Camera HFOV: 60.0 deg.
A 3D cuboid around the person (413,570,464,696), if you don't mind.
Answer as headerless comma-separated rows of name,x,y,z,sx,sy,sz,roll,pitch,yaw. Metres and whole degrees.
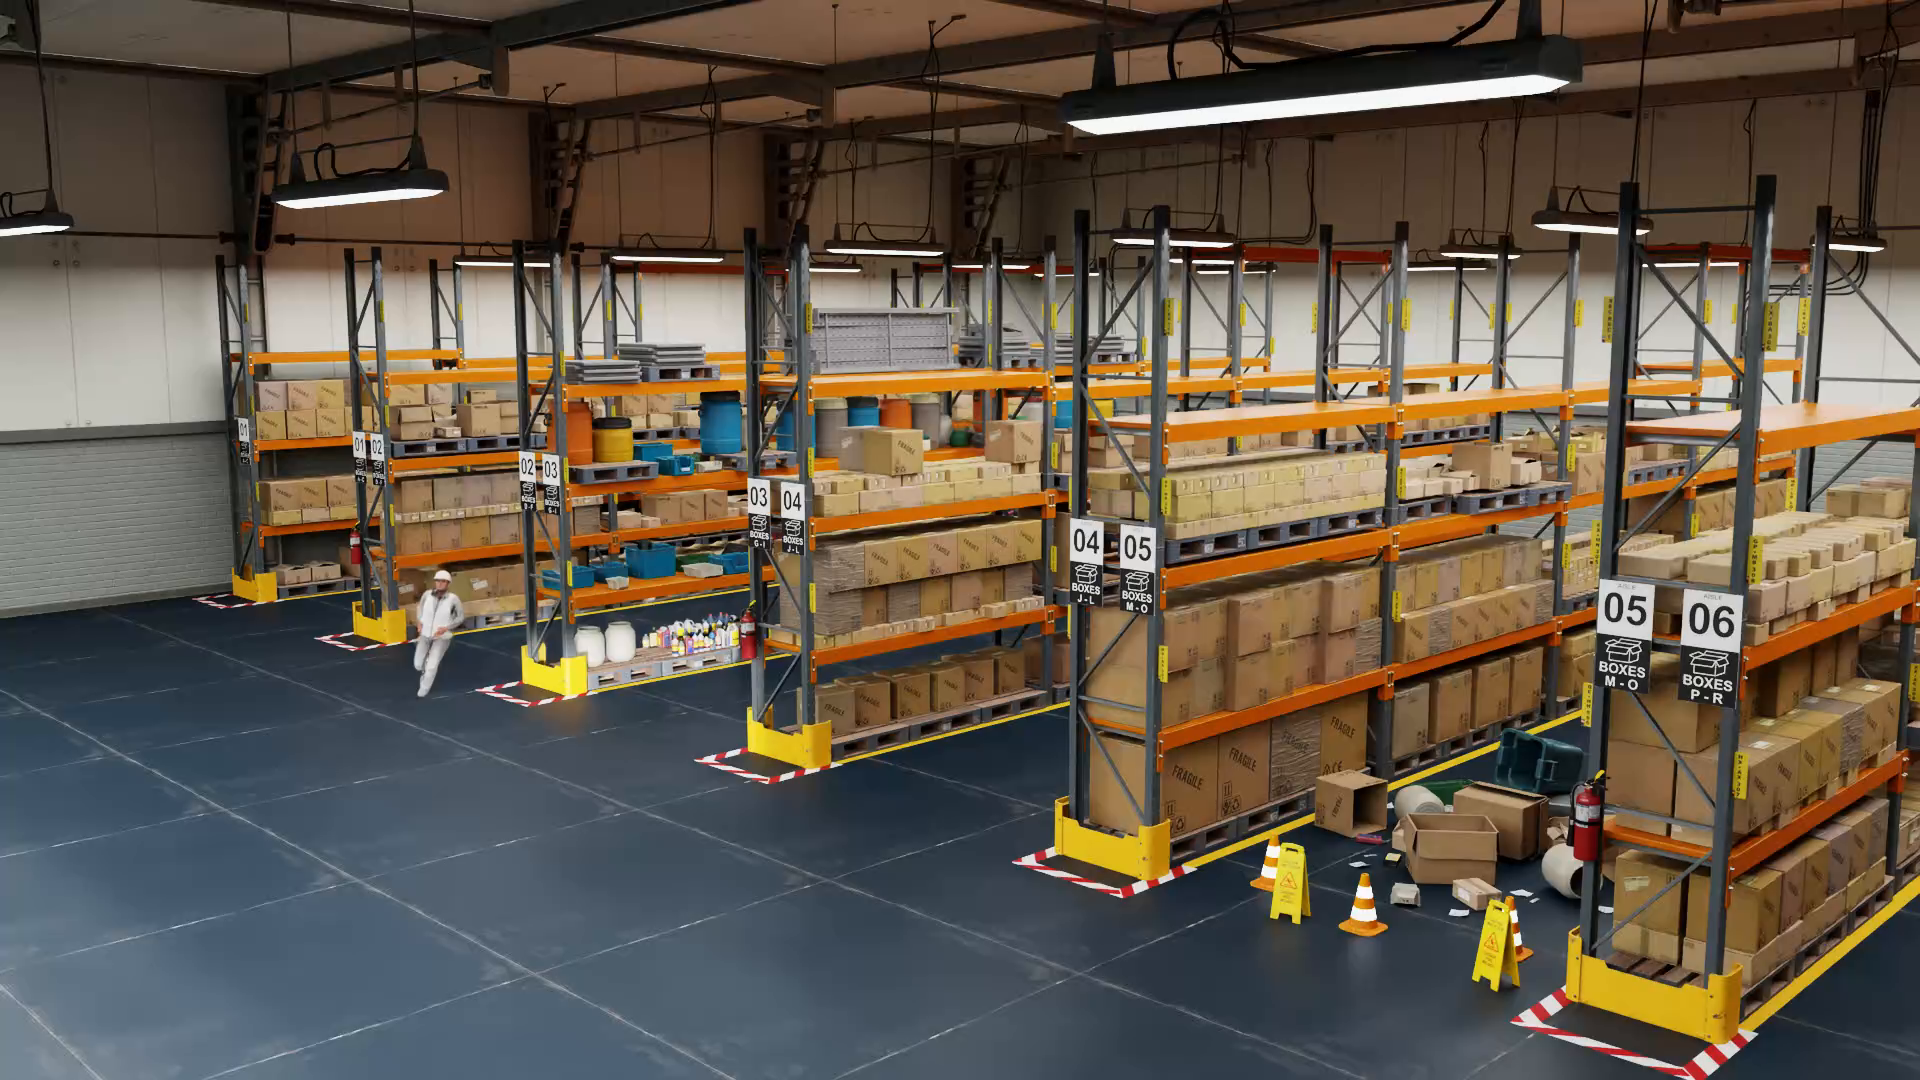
person,-6.903,1.225,22.014,0.718,1.685,0.589,0,8,3
